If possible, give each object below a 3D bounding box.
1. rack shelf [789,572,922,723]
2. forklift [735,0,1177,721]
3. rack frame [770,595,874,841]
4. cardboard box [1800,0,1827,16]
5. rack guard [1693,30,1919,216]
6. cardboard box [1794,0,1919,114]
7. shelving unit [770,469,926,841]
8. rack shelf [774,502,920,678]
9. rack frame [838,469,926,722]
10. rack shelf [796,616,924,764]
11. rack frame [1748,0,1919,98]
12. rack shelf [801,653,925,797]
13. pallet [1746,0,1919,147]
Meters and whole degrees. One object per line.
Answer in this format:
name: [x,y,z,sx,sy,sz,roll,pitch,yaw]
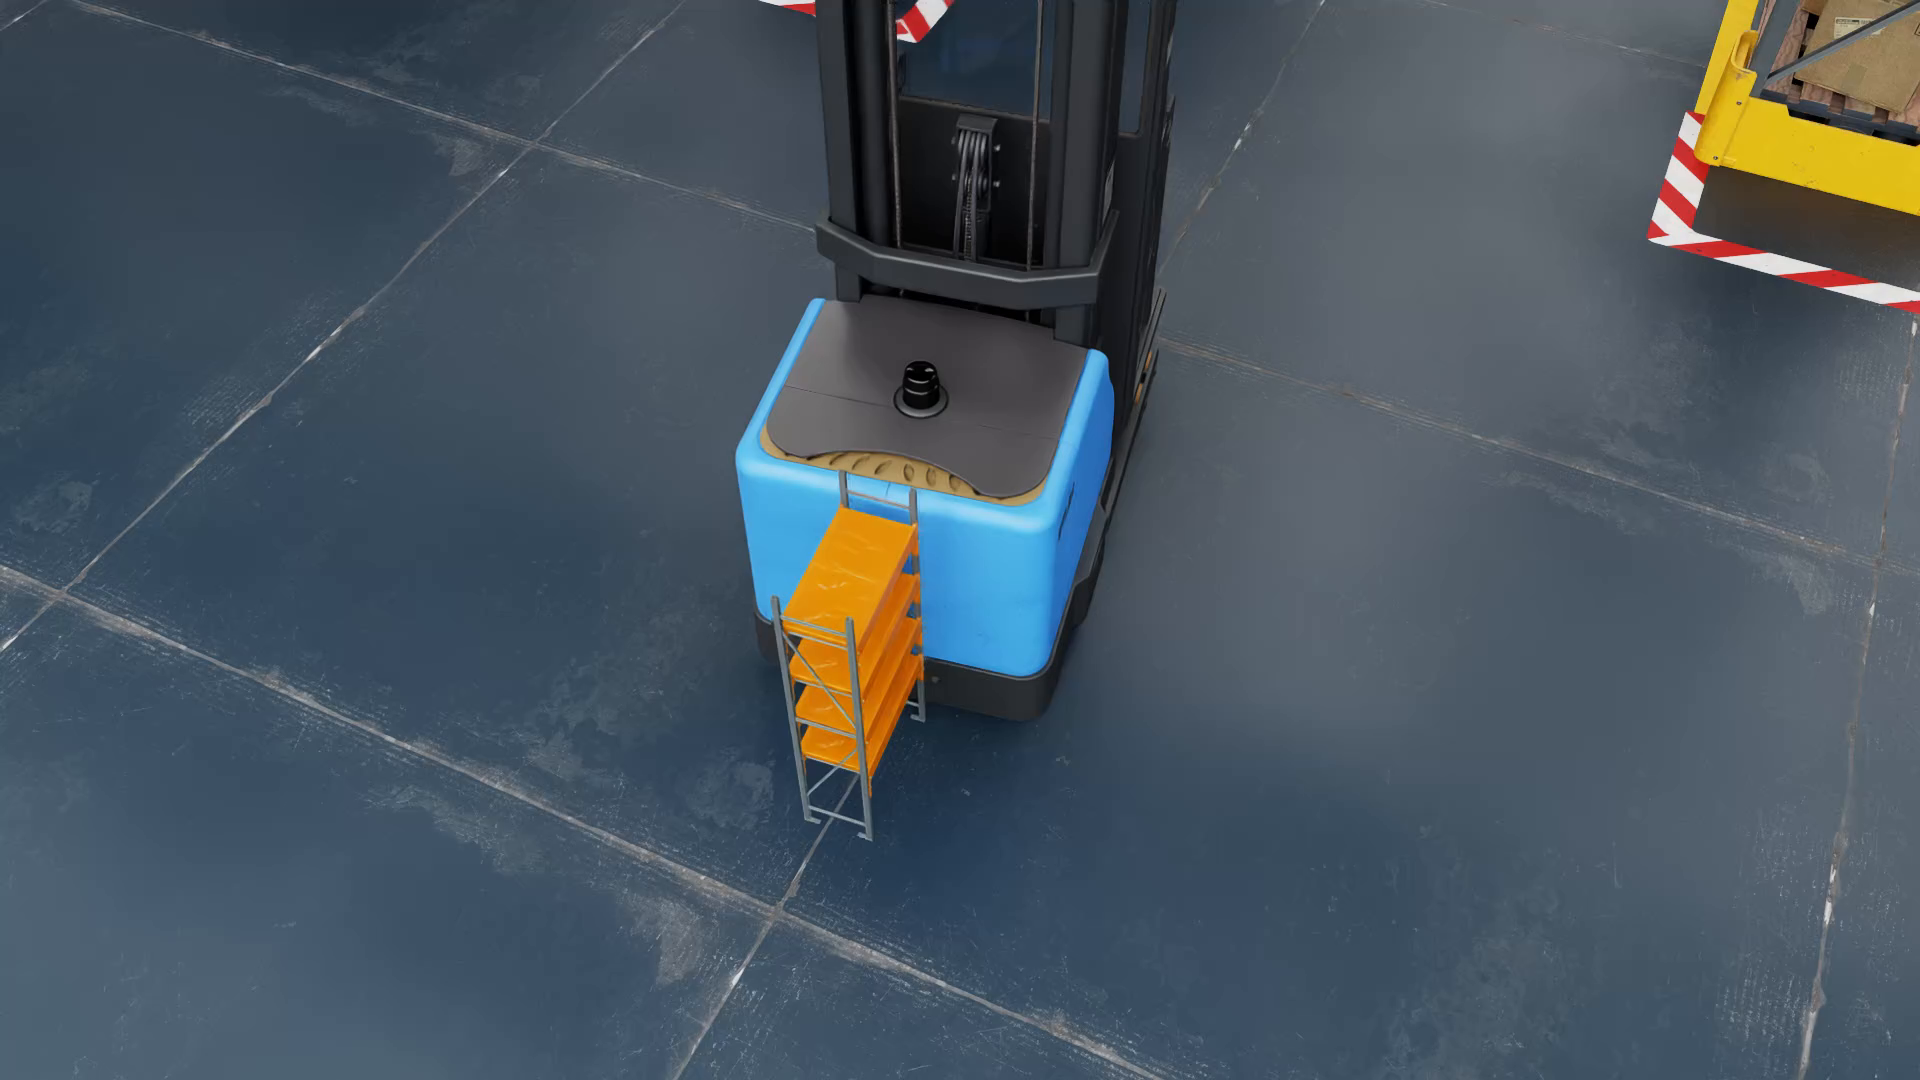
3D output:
rack shelf: [-0.319,0.288,5.005,0.258,0.148,0.480,15,52,13]
forklift: [0.177,-1.489,5.592,1.130,2.935,3.031,12,51,10]
rack frame: [-0.400,0.565,4.981,0.240,1.200,0.015,15,52,13]
cardboard box: [4.490,-2.798,8.027,0.500,0.500,0.500,33,57,25]
rack guard: [4.016,-1.867,7.510,1.175,0.500,0.348,20,52,16]
cardboard box: [4.266,-2.375,7.667,0.500,0.500,0.500,29,55,22]
shelving unit: [-0.317,0.387,5.126,0.258,1.200,0.503,15,52,13]
rack shelf: [-0.320,0.138,4.823,0.258,0.148,0.480,15,52,13]
rack frame: [-0.235,0.209,5.272,0.240,1.200,0.015,15,52,13]
rack shelf: [-0.317,0.430,5.178,0.258,0.148,0.480,15,52,13]
rack frame: [3.984,-2.625,6.514,1.000,3.000,0.127,20,52,16]
rack shelf: [-0.316,0.556,5.332,0.258,0.148,0.480,15,52,13]
pallet: [4.395,-2.321,8.087,1.003,0.211,1.213,20,52,16]
